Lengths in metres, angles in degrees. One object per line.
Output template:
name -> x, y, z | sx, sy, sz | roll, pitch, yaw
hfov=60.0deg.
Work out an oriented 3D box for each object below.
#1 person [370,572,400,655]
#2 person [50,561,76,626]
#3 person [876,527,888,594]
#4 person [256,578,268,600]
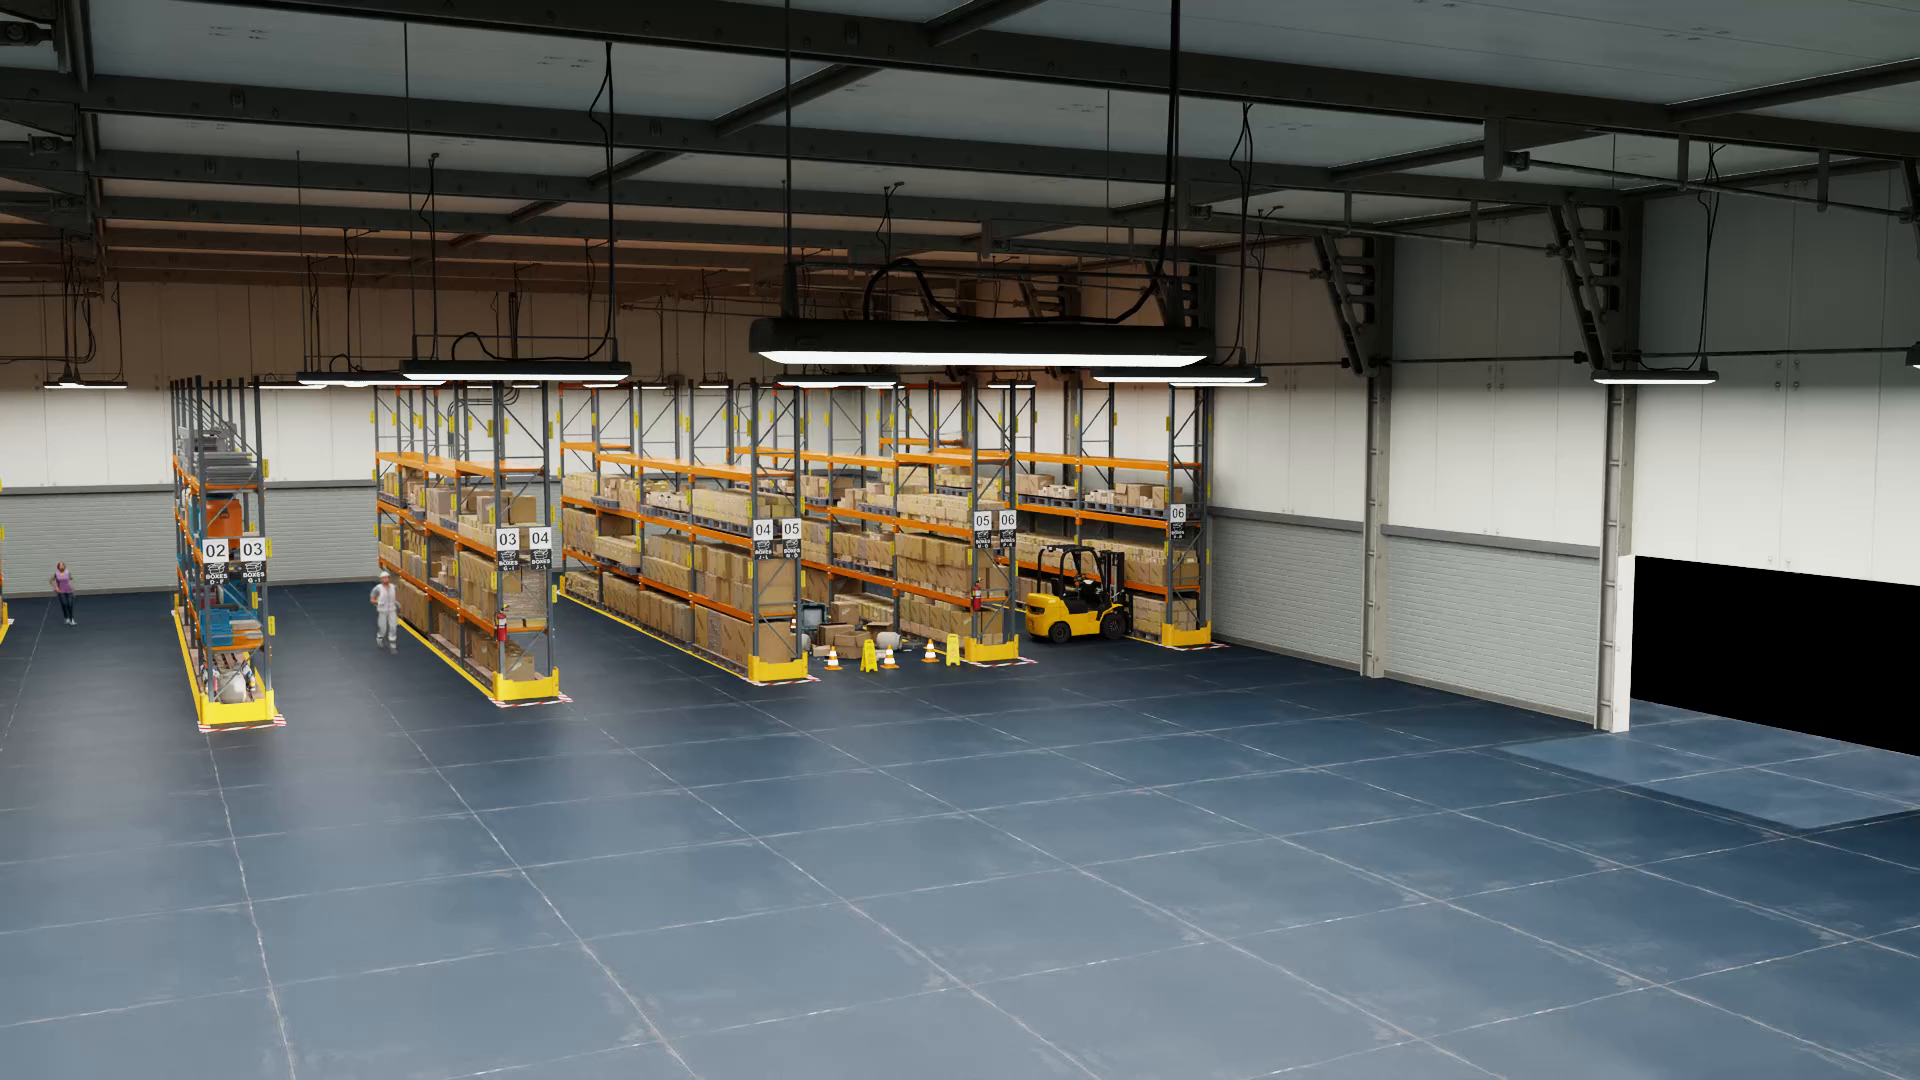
person -> -12.575, 1.583, 36.447 | 0.655, 1.793, 0.985 | -4, 6, -36
person -> -21.969, 1.317, 40.762 | 0.540, 1.592, 0.650 | -4, 6, -38
person -> -2.169, 0.572, 45.237 | 0.672, 1.837, 0.629 | -3, 6, -28
person -> -19.337, 0.861, 45.750 | 0.523, 1.583, 0.639 | -2, 5, -19
